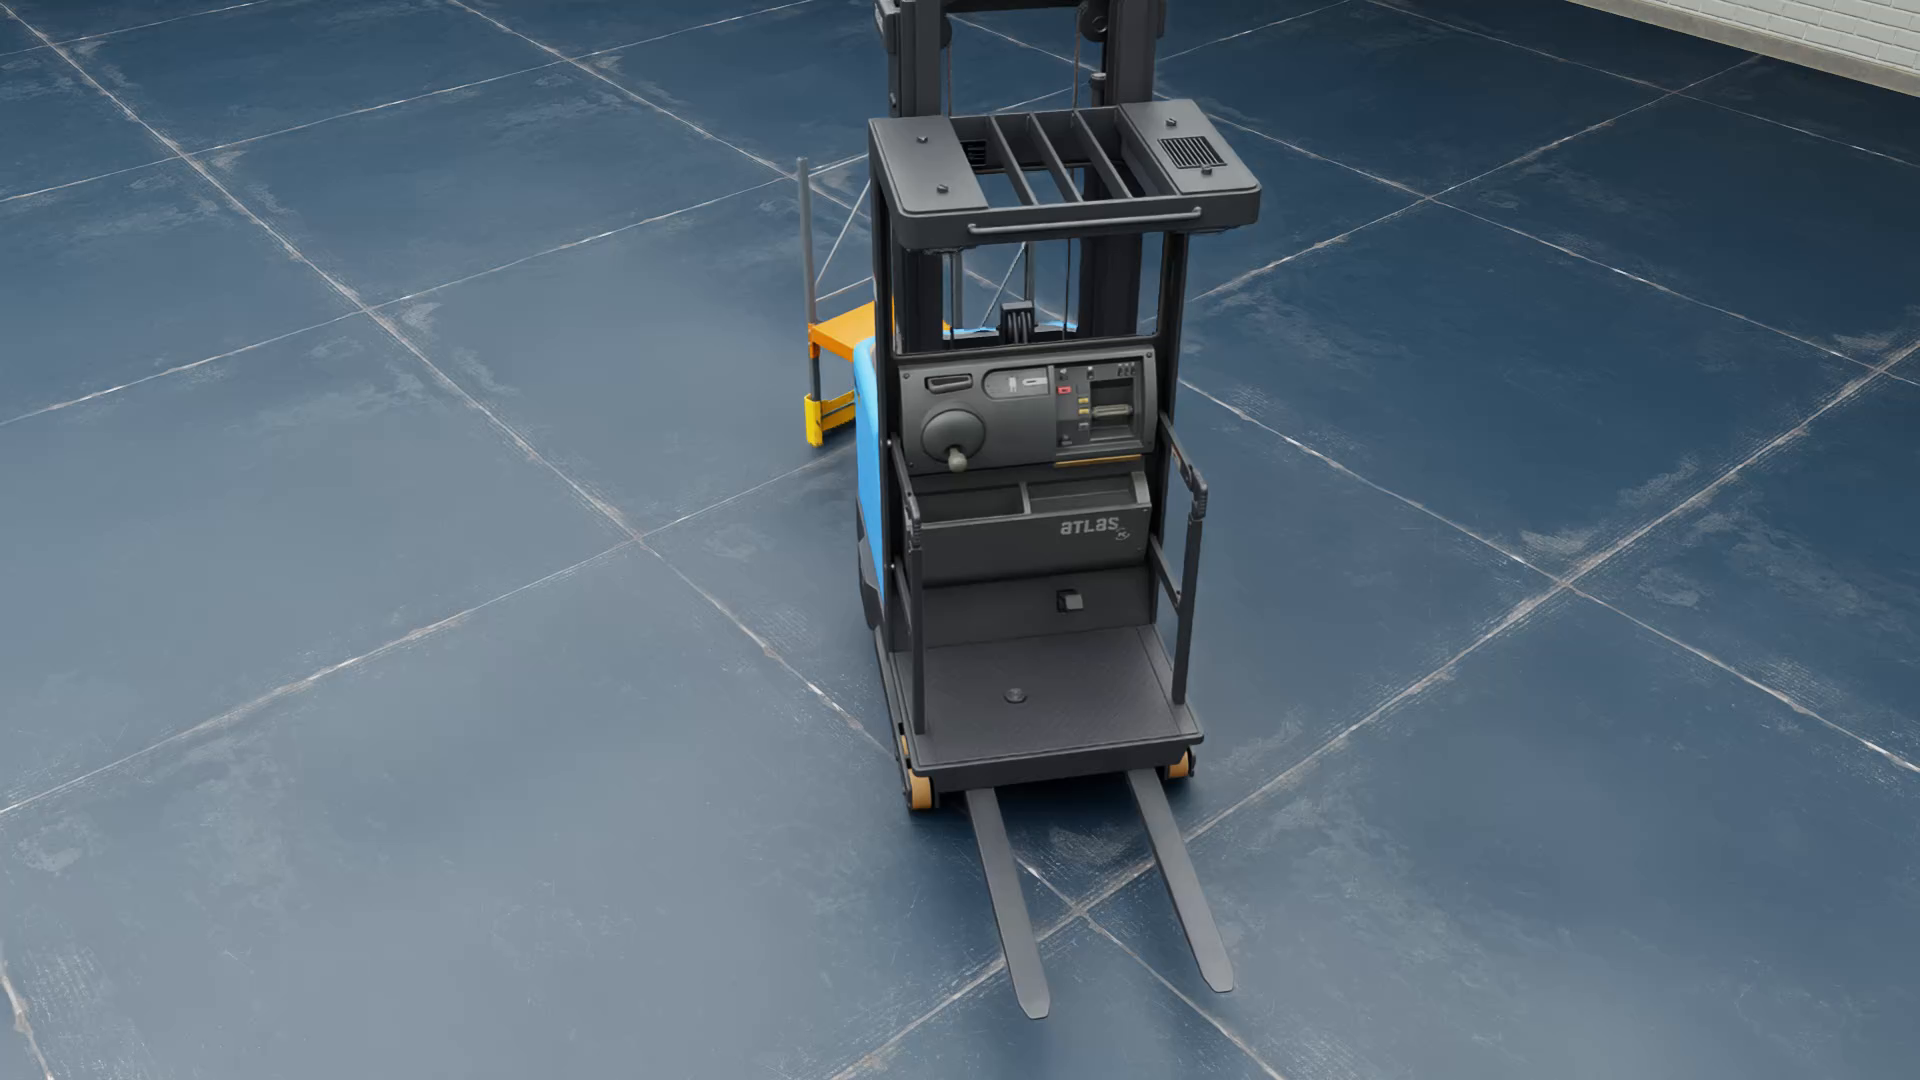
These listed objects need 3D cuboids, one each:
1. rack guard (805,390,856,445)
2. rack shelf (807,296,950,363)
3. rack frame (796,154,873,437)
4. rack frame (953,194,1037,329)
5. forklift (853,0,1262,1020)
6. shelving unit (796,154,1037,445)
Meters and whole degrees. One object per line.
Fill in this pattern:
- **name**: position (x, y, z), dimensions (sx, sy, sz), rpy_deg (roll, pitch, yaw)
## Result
- **rack guard**: position (-0.547, -0.712, 8.538), dimensions (0.587, 0.250, 0.087), rpy_deg (-29, 45, -35)
- **rack shelf**: position (-0.207, -0.872, 7.995), dimensions (0.538, 0.185, 1.000), rpy_deg (-29, 45, -35)
- **rack frame**: position (-0.561, -1.230, 8.189), dimensions (0.500, 1.500, 0.032), rpy_deg (-29, 45, -35)
- **rack frame**: position (0.146, -0.808, 7.593), dimensions (0.500, 1.500, 0.032), rpy_deg (-29, 45, -35)
- **forklift**: position (0.288, -0.401, 5.780), dimensions (1.130, 2.935, 3.031), rpy_deg (-6, 36, -8)
- **shelving unit**: position (-0.201, -1.015, 7.885), dimensions (0.587, 1.500, 1.083), rpy_deg (-29, 45, -35)
